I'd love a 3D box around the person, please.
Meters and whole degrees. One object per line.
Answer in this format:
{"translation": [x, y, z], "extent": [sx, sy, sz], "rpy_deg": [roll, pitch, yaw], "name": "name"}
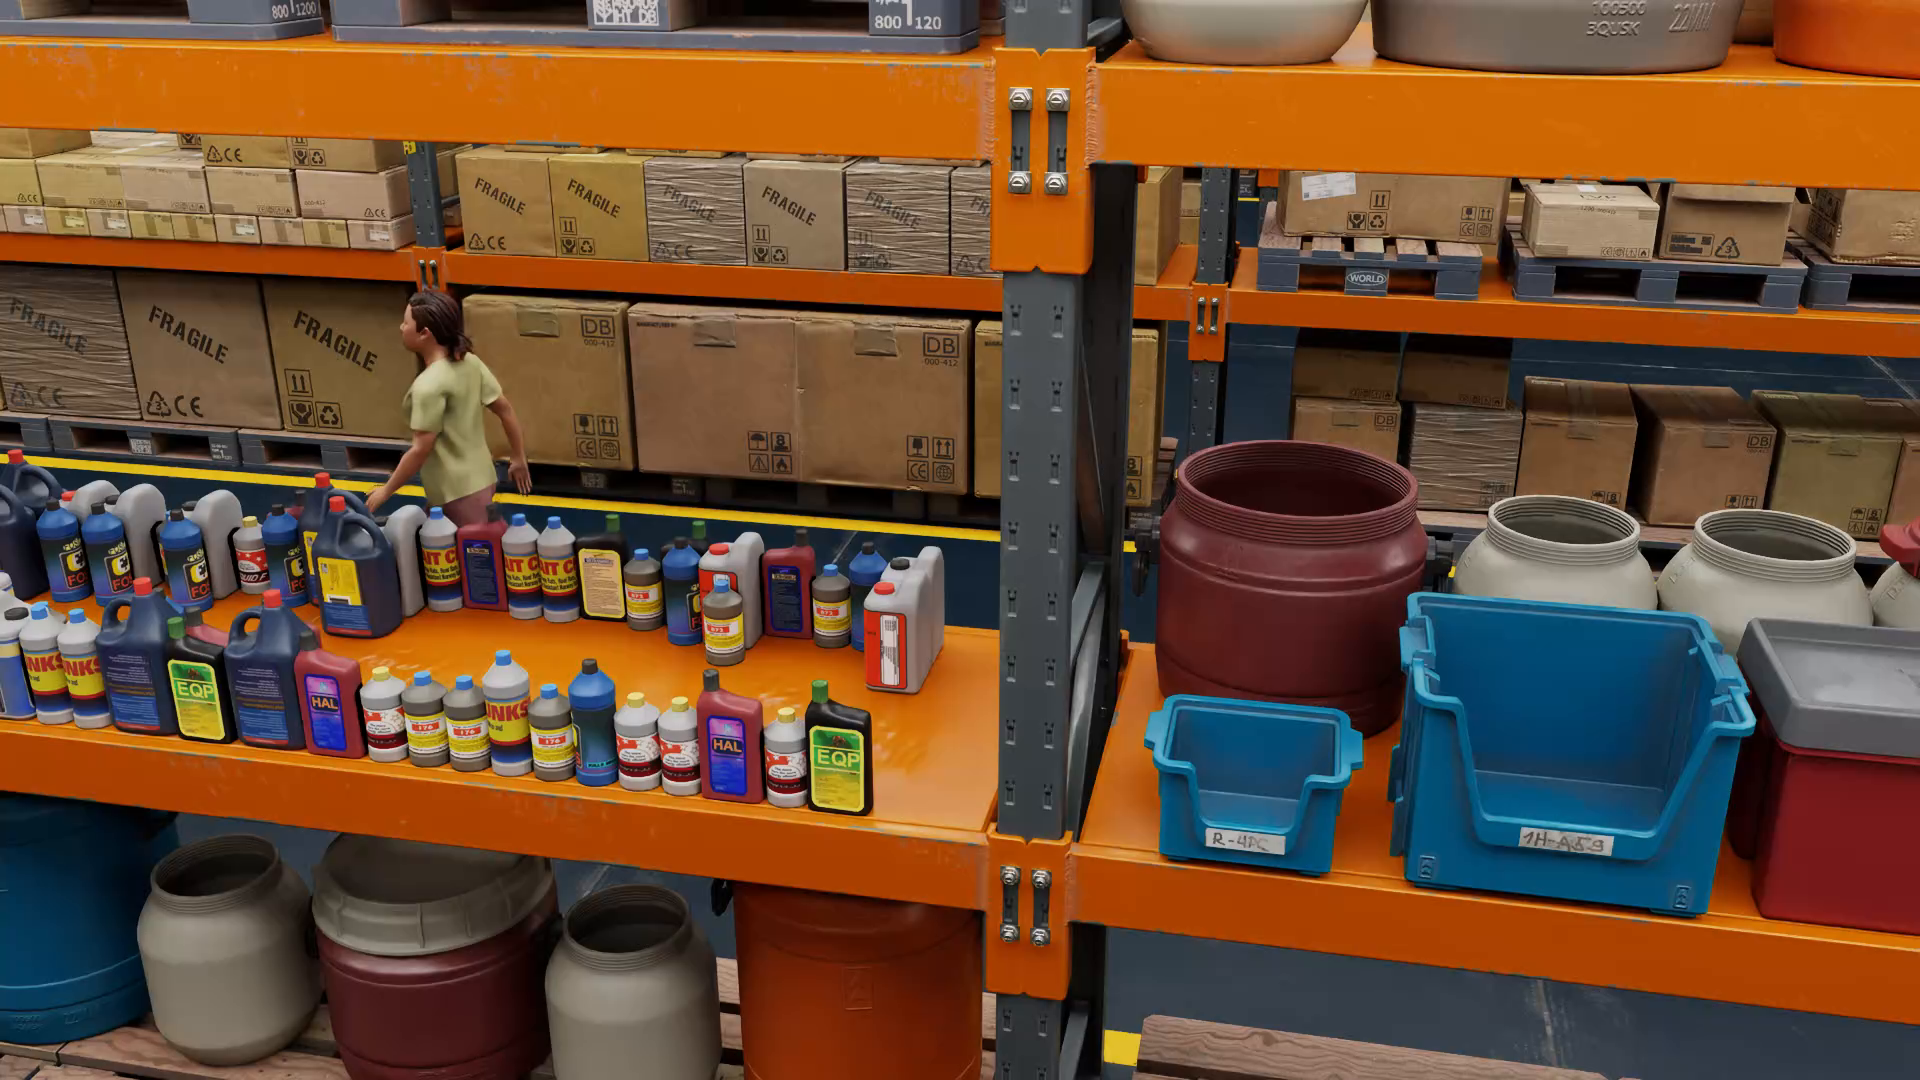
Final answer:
{"translation": [-2.006, -0.208, 6.660], "extent": [1.110, 1.605, 0.542], "rpy_deg": [1, 22, 2], "name": "person"}
